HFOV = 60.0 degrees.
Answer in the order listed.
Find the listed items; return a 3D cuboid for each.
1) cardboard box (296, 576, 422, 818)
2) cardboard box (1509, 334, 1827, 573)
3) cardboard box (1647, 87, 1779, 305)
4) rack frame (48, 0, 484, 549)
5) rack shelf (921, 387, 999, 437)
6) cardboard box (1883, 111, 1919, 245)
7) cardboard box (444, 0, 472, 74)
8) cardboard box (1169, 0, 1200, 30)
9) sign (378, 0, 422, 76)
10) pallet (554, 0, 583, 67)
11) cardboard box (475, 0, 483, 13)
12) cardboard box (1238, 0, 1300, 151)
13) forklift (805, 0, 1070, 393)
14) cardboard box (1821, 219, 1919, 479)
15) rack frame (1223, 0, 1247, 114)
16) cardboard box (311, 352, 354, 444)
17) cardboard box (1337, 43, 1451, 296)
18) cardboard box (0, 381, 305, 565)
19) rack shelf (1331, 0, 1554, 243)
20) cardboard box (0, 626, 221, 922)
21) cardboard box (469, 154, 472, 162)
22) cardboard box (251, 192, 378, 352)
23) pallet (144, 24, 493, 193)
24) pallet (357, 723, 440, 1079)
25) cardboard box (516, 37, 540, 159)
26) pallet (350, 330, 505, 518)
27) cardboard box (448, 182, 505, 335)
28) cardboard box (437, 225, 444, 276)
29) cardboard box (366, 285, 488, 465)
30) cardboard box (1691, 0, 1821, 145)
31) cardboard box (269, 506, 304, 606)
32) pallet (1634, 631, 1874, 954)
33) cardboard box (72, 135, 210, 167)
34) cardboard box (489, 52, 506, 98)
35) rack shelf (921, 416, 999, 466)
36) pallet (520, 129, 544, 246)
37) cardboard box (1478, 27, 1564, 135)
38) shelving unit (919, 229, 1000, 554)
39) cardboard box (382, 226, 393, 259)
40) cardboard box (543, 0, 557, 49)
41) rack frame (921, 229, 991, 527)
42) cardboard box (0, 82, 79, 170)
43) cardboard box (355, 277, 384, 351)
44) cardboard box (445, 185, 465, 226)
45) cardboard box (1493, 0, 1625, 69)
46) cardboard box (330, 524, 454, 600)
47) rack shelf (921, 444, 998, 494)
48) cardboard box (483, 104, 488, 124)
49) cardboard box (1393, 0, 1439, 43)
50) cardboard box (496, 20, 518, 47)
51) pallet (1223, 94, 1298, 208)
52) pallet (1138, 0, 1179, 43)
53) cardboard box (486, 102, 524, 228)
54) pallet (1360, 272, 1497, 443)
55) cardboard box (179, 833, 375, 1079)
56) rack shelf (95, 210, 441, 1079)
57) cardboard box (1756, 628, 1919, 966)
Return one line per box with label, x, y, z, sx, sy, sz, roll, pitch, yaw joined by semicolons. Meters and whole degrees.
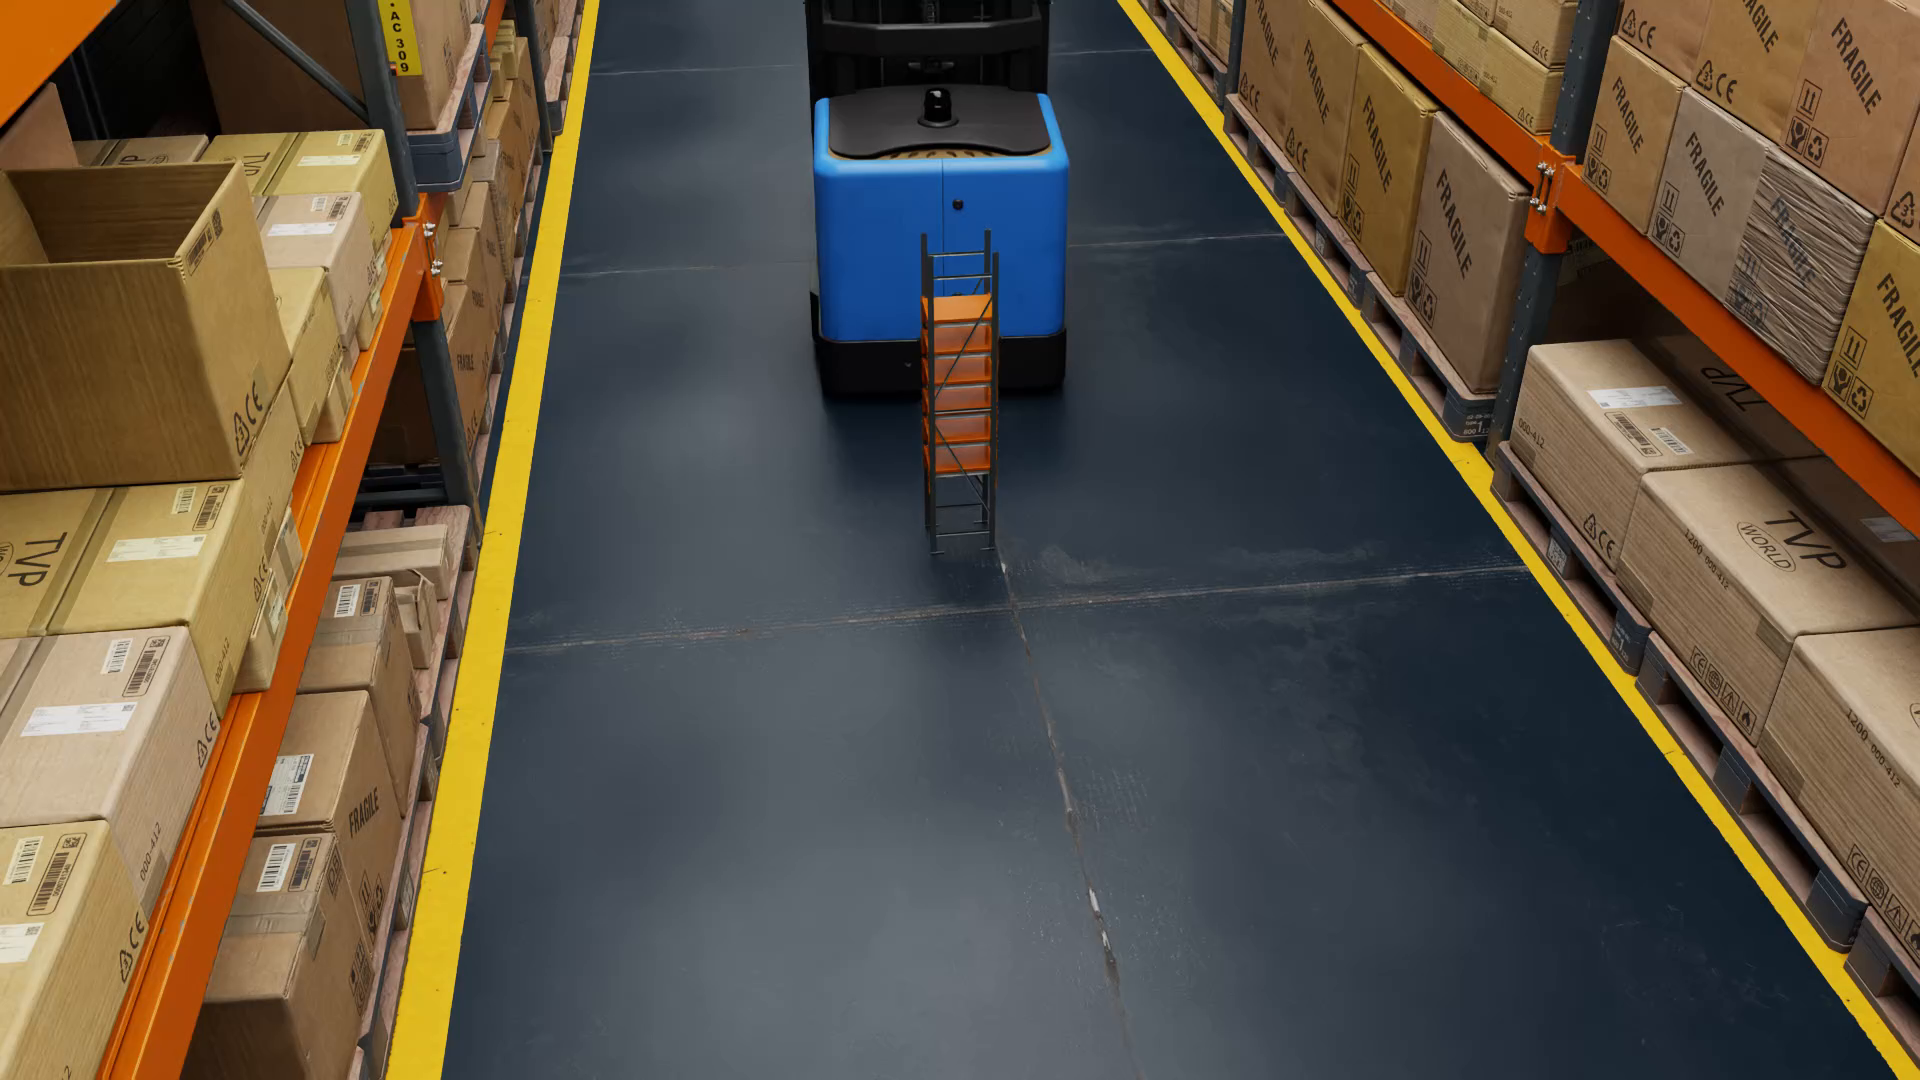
cardboard box;-1.957;0.480;4.729;0.700;0.500;0.500;-6;35;-8
cardboard box;2.605;-0.339;5.985;0.875;0.438;0.875;-5;35;-7
cardboard box;2.494;-1.061;5.054;0.500;0.500;0.500;-4;34;-6
rack frame;-2.291;-1.204;5.353;1.000;3.000;0.127;-4;35;-6
rack shelf;-0.002;-0.467;5.949;0.258;0.103;0.180;-4;35;-6
cardboard box;2.636;-0.902;3.933;0.500;0.500;0.500;-5;35;-7
cardboard box;-2.204;-1.995;6.052;0.700;0.500;0.500;-4;34;-6
cardboard box;1.916;-3.629;10.872;0.950;0.372;0.625;-5;35;-7
sign;-1.754;-1.607;5.176;0.100;0.325;0.005;-4;35;-6
pallet;-3.062;-3.426;11.089;1.003;0.211;1.213;-4;35;-6
cardboard box;-2.310;-2.433;6.695;0.700;0.500;0.500;-5;35;-7
cardboard box;2.100;-2.718;9.089;0.875;0.875;0.875;-5;35;-7
forklift;-0.161;-2.639;7.520;1.130;2.935;3.031;-2;34;-3
cardboard box;2.624;-0.495;4.224;0.500;0.500;0.500;-3;34;-5
rack frame;2.089;-3.814;9.184;1.000;3.000;0.127;-4;35;-6
cardboard box;-1.812;-0.366;4.346;0.380;0.149;0.250;-5;35;-7
cardboard box;2.335;-1.721;7.626;0.875;0.875;0.875;-3;34;-5
cardboard box;-1.776;-0.154;3.682;0.500;0.250;0.500;-5;35;-8
rack shelf;2.358;-2.401;7.748;1.077;0.370;4.000;-4;35;-6
cardboard box;-1.615;0.412;2.851;0.500;0.250;0.500;-4;34;-6
cardboard box;-2.378;-1.706;7.360;0.380;0.149;0.250;-4;35;-6
cardboard box;-1.899;-0.721;4.513;0.500;0.250;0.500;-4;35;-6
pallet;-2.290;-1.579;6.074;1.003;0.211;1.213;-4;35;-6
pallet;-2.032;1.014;4.575;1.003;0.211;1.213;-4;35;-6
cardboard box;-2.559;-2.357;8.892;0.500;0.500;0.500;-3;34;-5
pallet;-2.438;-0.503;6.801;1.003;0.211;1.213;-4;35;-6
cardboard box;-2.277;-1.207;7.204;0.500;0.500;0.500;-5;35;-8
cardboard box;-2.235;-1.124;6.507;0.380;0.149;0.250;-6;35;-9
cardboard box;-2.133;-0.632;6.360;0.500;0.500;0.500;-3;34;-4
cardboard box;2.513;-1.470;4.767;0.500;0.500;0.500;-5;35;-7
cardboard box;-1.705;0.059;3.722;0.380;0.149;0.250;-4;34;-5
pallet;2.819;0.683;5.061;1.003;0.211;1.213;-4;35;-6
cardboard box;-2.492;-0.968;4.876;0.500;0.250;0.500;-5;35;-7
cardboard box;-2.452;-2.288;8.215;0.380;0.149;0.250;-5;35;-8
rack shelf;-0.002;-0.368;6.017;0.258;0.103;0.180;-4;35;-6
pallet;-2.766;-1.865;8.799;1.003;0.211;1.213;-4;35;-6
cardboard box;2.317;-1.751;6.290;0.500;0.250;0.500;-5;35;-8
shelving unit;-0.002;-0.504;5.924;0.258;1.200;0.189;-4;35;-6
cardboard box;-1.998;-0.942;5.191;0.380;0.149;0.250;-4;34;-6
cardboard box;-2.995;-3.342;10.226;0.875;0.625;0.625;-3;34;-5
rack frame;-0.014;-0.555;5.999;0.240;1.200;0.006;-4;35;-6
cardboard box;-2.354;-0.724;3.852;0.500;0.500;0.500;-5;35;-8
cardboard box;-1.882;-0.655;4.770;0.380;0.149;0.250;-4;34;-5
cardboard box;-2.282;-1.418;6.939;0.380;0.149;0.250;-4;35;-6
cardboard box;2.327;-1.954;6.144;0.500;0.250;0.500;-4;35;-6
cardboard box;-1.925;0.089;5.614;0.380;0.149;0.250;-5;35;-8
rack shelf;-0.002;-0.269;6.084;0.258;0.103;0.180;-4;35;-6
cardboard box;-2.428;-1.998;7.790;0.380;0.149;0.250;-5;35;-7
cardboard box;2.201;-2.319;7.122;0.500;0.250;0.500;-5;35;-8
cardboard box;-2.512;-2.589;8.656;0.380;0.149;0.250;-6;35;-9
pallet;2.121;-2.216;9.315;1.003;0.211;1.213;-4;35;-6
pallet;1.825;-3.778;11.606;1.003;0.211;1.213;-4;35;-6
cardboard box;-2.429;-1.785;8.053;0.500;0.500;0.500;-3;34;-4
pallet;2.449;-0.855;7.317;1.003;0.211;1.213;-4;35;-6
cardboard box;-1.818;1.059;3.879;0.700;0.500;0.500;-3;34;-4
rack shelf;-2.022;0.209;3.918;1.077;0.370;4.000;-4;35;-6
cardboard box;2.846;0.664;4.514;0.875;0.438;0.875;-3;34;-5
